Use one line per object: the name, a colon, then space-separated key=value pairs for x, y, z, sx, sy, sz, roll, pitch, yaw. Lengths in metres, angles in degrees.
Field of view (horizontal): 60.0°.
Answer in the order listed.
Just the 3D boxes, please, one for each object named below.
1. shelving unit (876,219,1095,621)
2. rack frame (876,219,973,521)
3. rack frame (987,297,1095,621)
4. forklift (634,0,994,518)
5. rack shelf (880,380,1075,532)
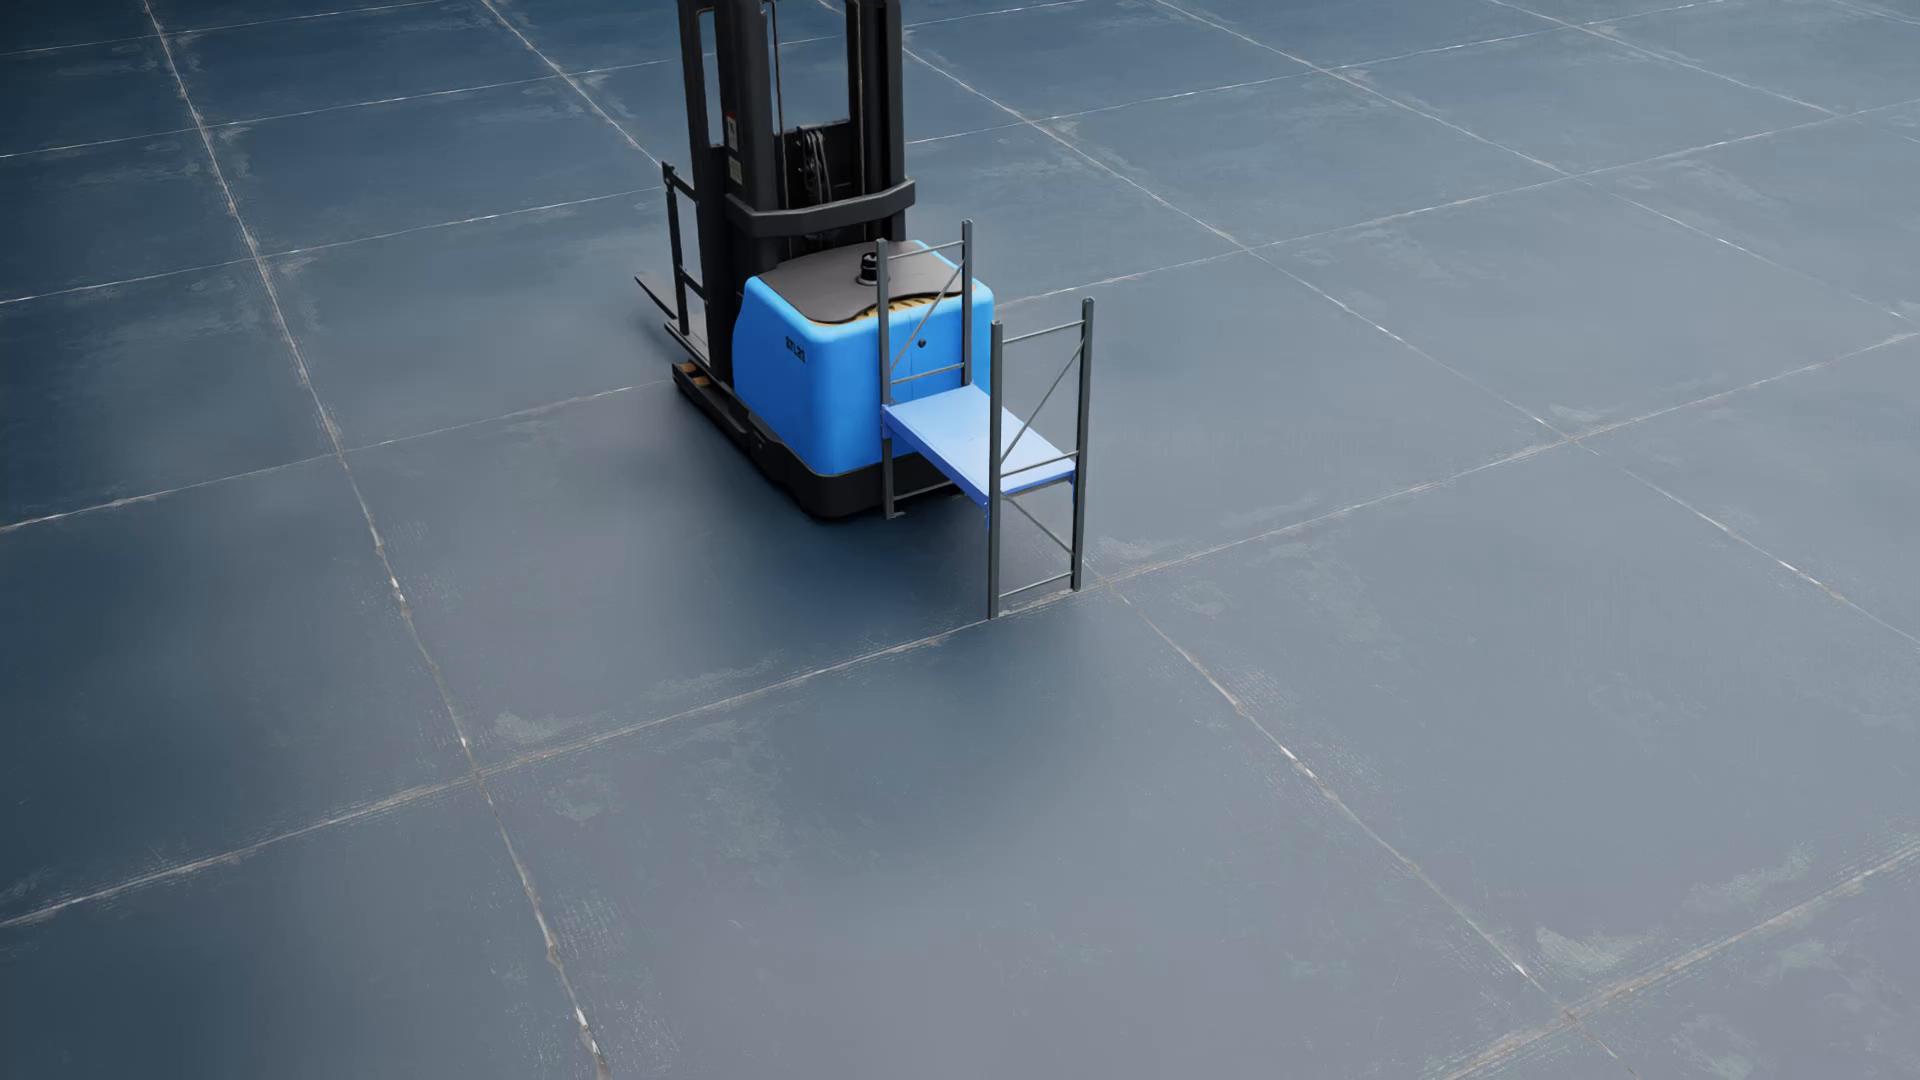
shelving unit: x=0.093 y=-0.568 z=7.747 sx=0.538 sy=1.500 sz=1.048 roll=-18 pitch=37 yaw=-25
rack frame: x=-0.164 y=-0.805 z=8.116 sx=0.500 sy=1.500 sz=0.032 roll=-18 pitch=37 yaw=-25
rack frame: x=0.350 y=-0.332 z=7.377 sx=0.500 sy=1.500 sz=0.032 roll=-18 pitch=37 yaw=-25
forklift: x=-0.996 y=-2.111 z=8.828 sx=1.130 sy=2.935 sz=3.031 roll=-18 pitch=37 yaw=-25
rack shelf: x=0.093 y=-0.417 z=7.844 sx=0.538 sy=0.185 sz=1.000 roll=-18 pitch=37 yaw=-25
